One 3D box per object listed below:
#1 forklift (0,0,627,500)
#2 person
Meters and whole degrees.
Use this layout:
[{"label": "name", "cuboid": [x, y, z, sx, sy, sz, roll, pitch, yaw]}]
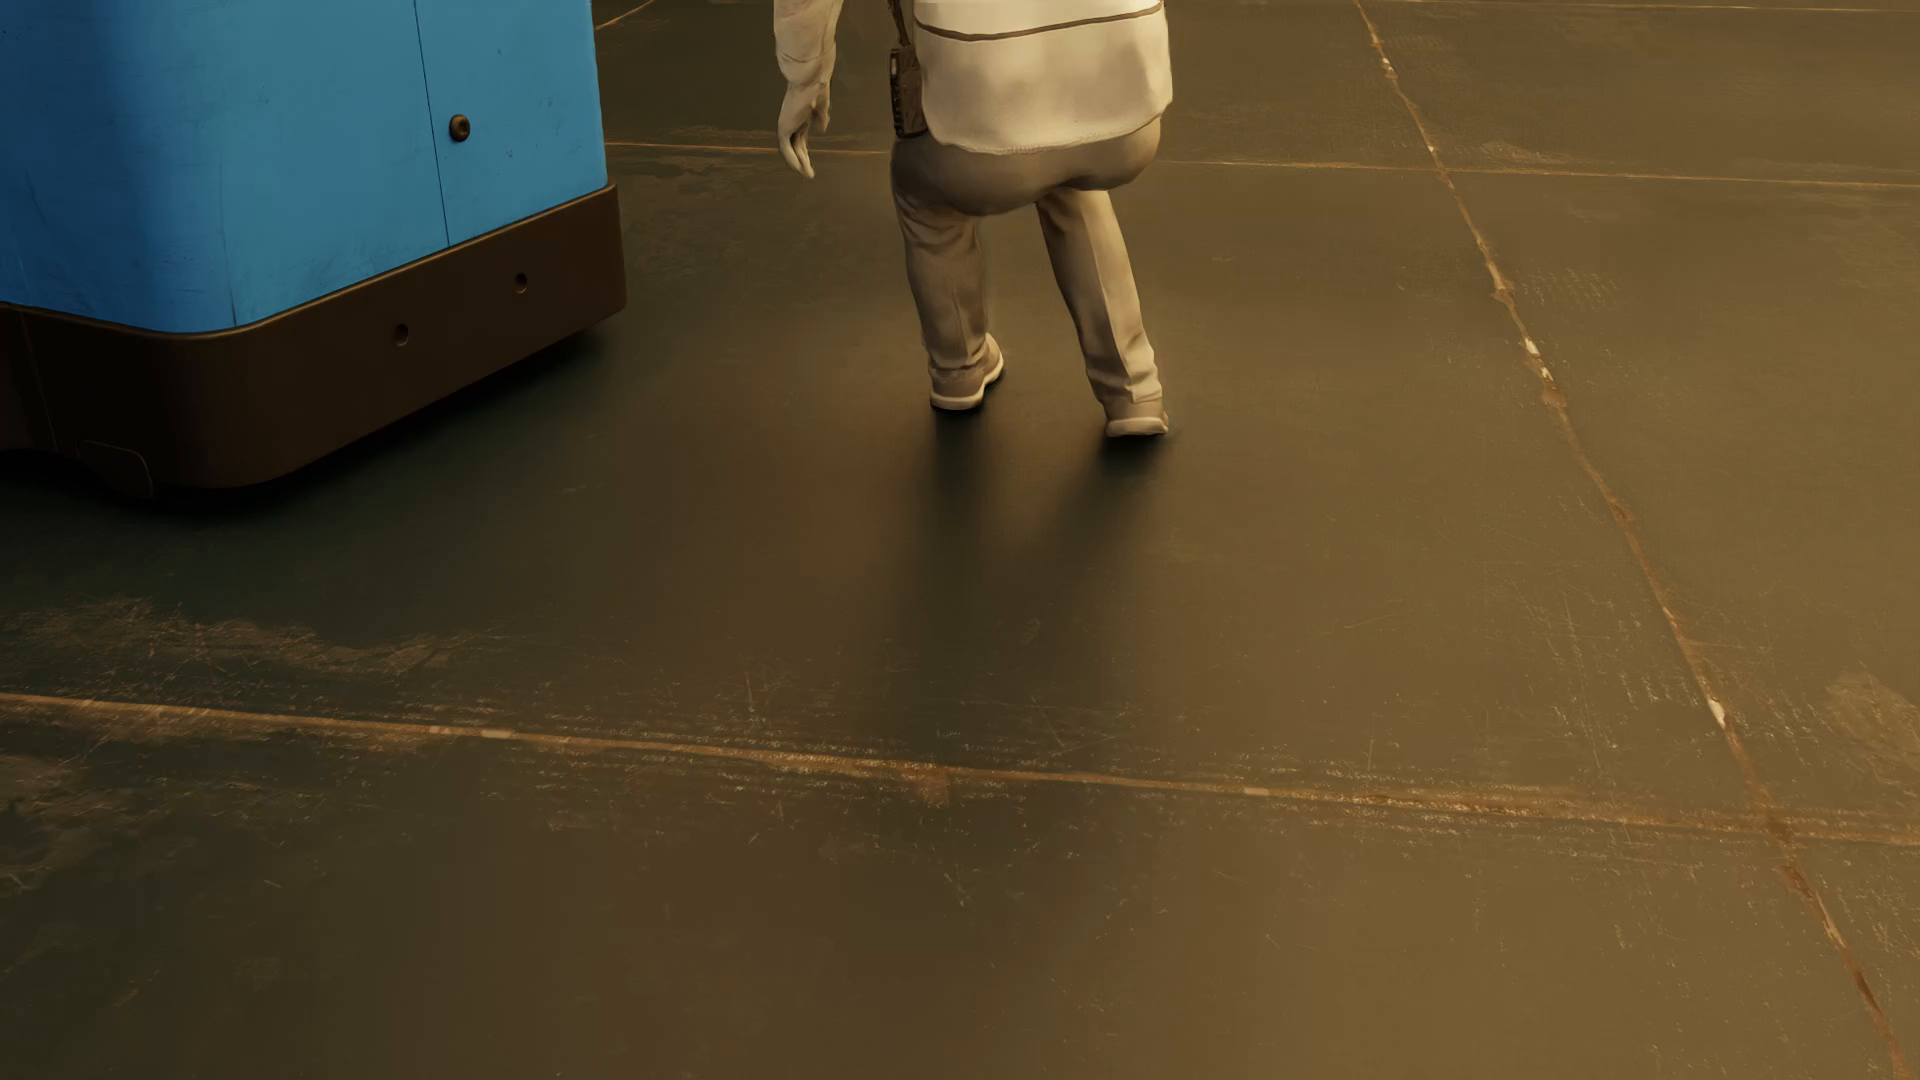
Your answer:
[{"label": "forklift", "cuboid": [-2.211, -1.808, 2.841, 3.031, 2.935, 1.130, 12, 29, 23]}, {"label": "person", "cuboid": [0.036, -0.743, 2.496, 0.745, 1.466, 0.851, -8, 28, -16]}]
